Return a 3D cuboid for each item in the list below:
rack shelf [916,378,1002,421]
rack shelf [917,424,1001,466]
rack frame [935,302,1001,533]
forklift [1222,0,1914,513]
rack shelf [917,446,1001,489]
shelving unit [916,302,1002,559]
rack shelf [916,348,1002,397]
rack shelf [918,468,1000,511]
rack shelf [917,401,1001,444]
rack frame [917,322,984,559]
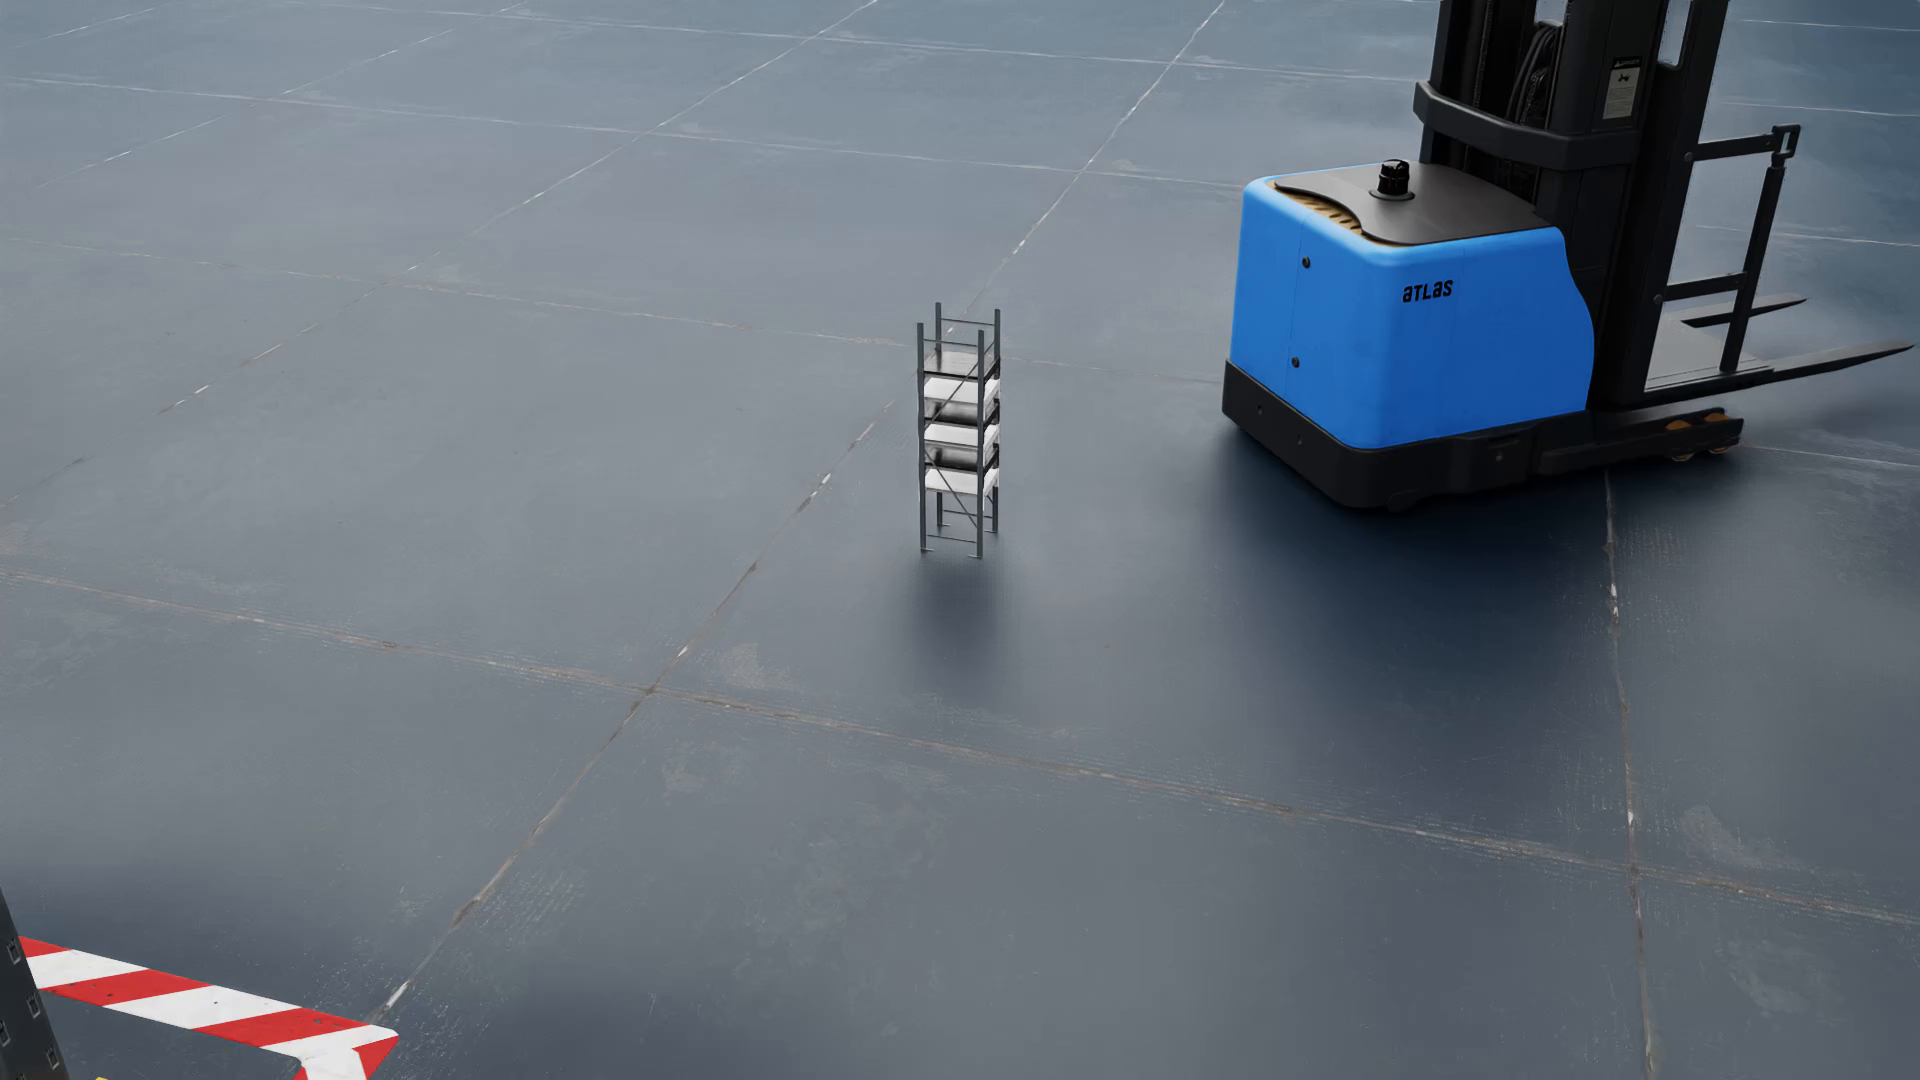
[{"bbox_3d":[-0.002,-0.518,5.953,0.258,0.077,0.200,8,30,15],"label":"rack shelf"},{"bbox_3d":[-0.002,-0.360,6.041,0.258,0.077,0.200,8,30,15],"label":"rack shelf"},{"bbox_3d":[0.027,-0.437,6.109,0.240,0.900,0.006,8,30,15],"label":"rack frame"},{"bbox_3d":[2.686,-1.830,6.524,3.031,2.935,1.130,-11,31,-19],"label":"forklift"},{"bbox_3d":[-0.002,-0.282,6.084,0.258,0.077,0.200,8,30,15],"label":"rack shelf"},{"bbox_3d":[-0.002,-0.389,6.024,0.258,0.900,0.210,8,30,15],"label":"shelving unit"},{"bbox_3d":[-0.002,-0.596,5.909,0.258,0.077,0.200,8,30,15],"label":"rack shelf"},{"bbox_3d":[-0.002,-0.203,6.128,0.258,0.077,0.200,8,30,15],"label":"rack shelf"},{"bbox_3d":[-0.002,-0.439,5.997,0.258,0.077,0.200,8,30,15],"label":"rack shelf"},{"bbox_3d":[-0.032,-0.342,5.940,0.240,0.900,0.006,8,30,15],"label":"rack frame"}]
